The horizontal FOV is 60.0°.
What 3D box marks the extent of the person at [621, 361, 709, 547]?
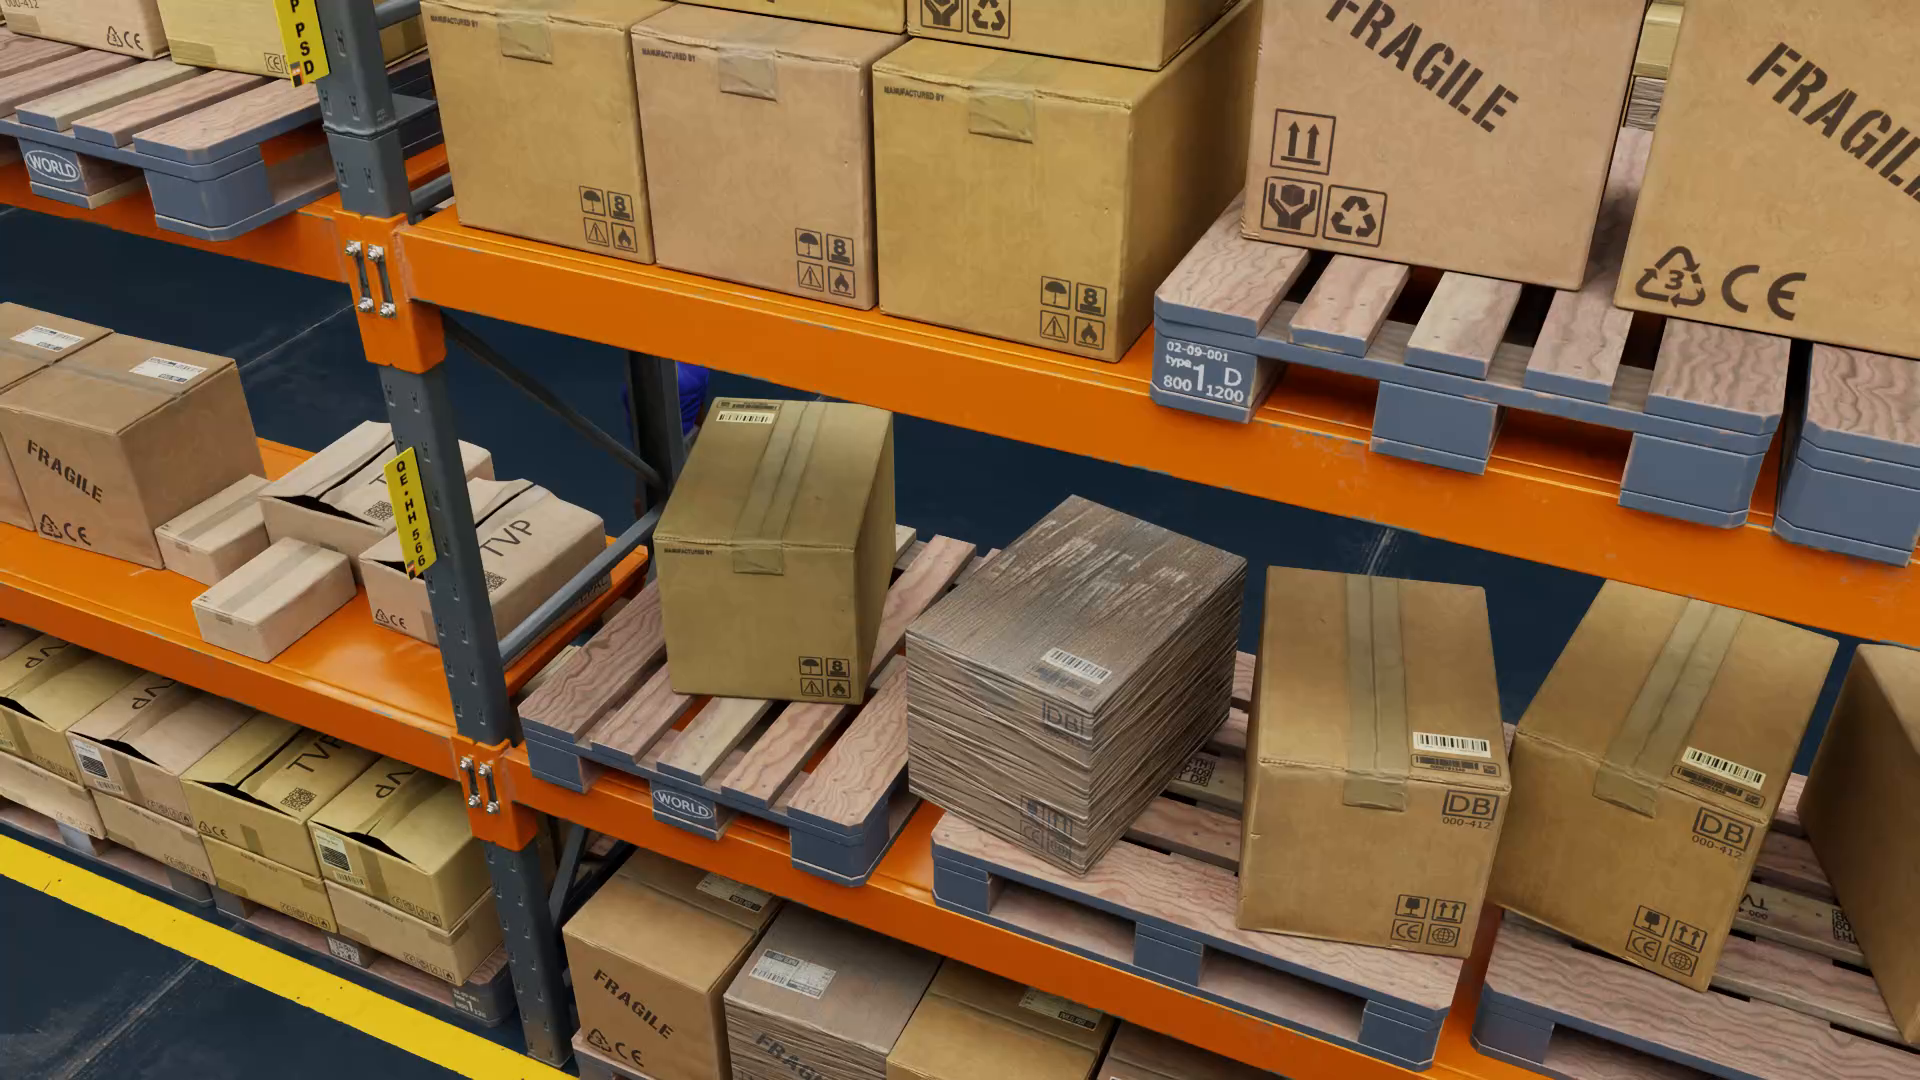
[{"bbox_3d":[-1.126,-0.250,6.522,0.316,1.660,0.437,15,37,21],"label":"person"}]
